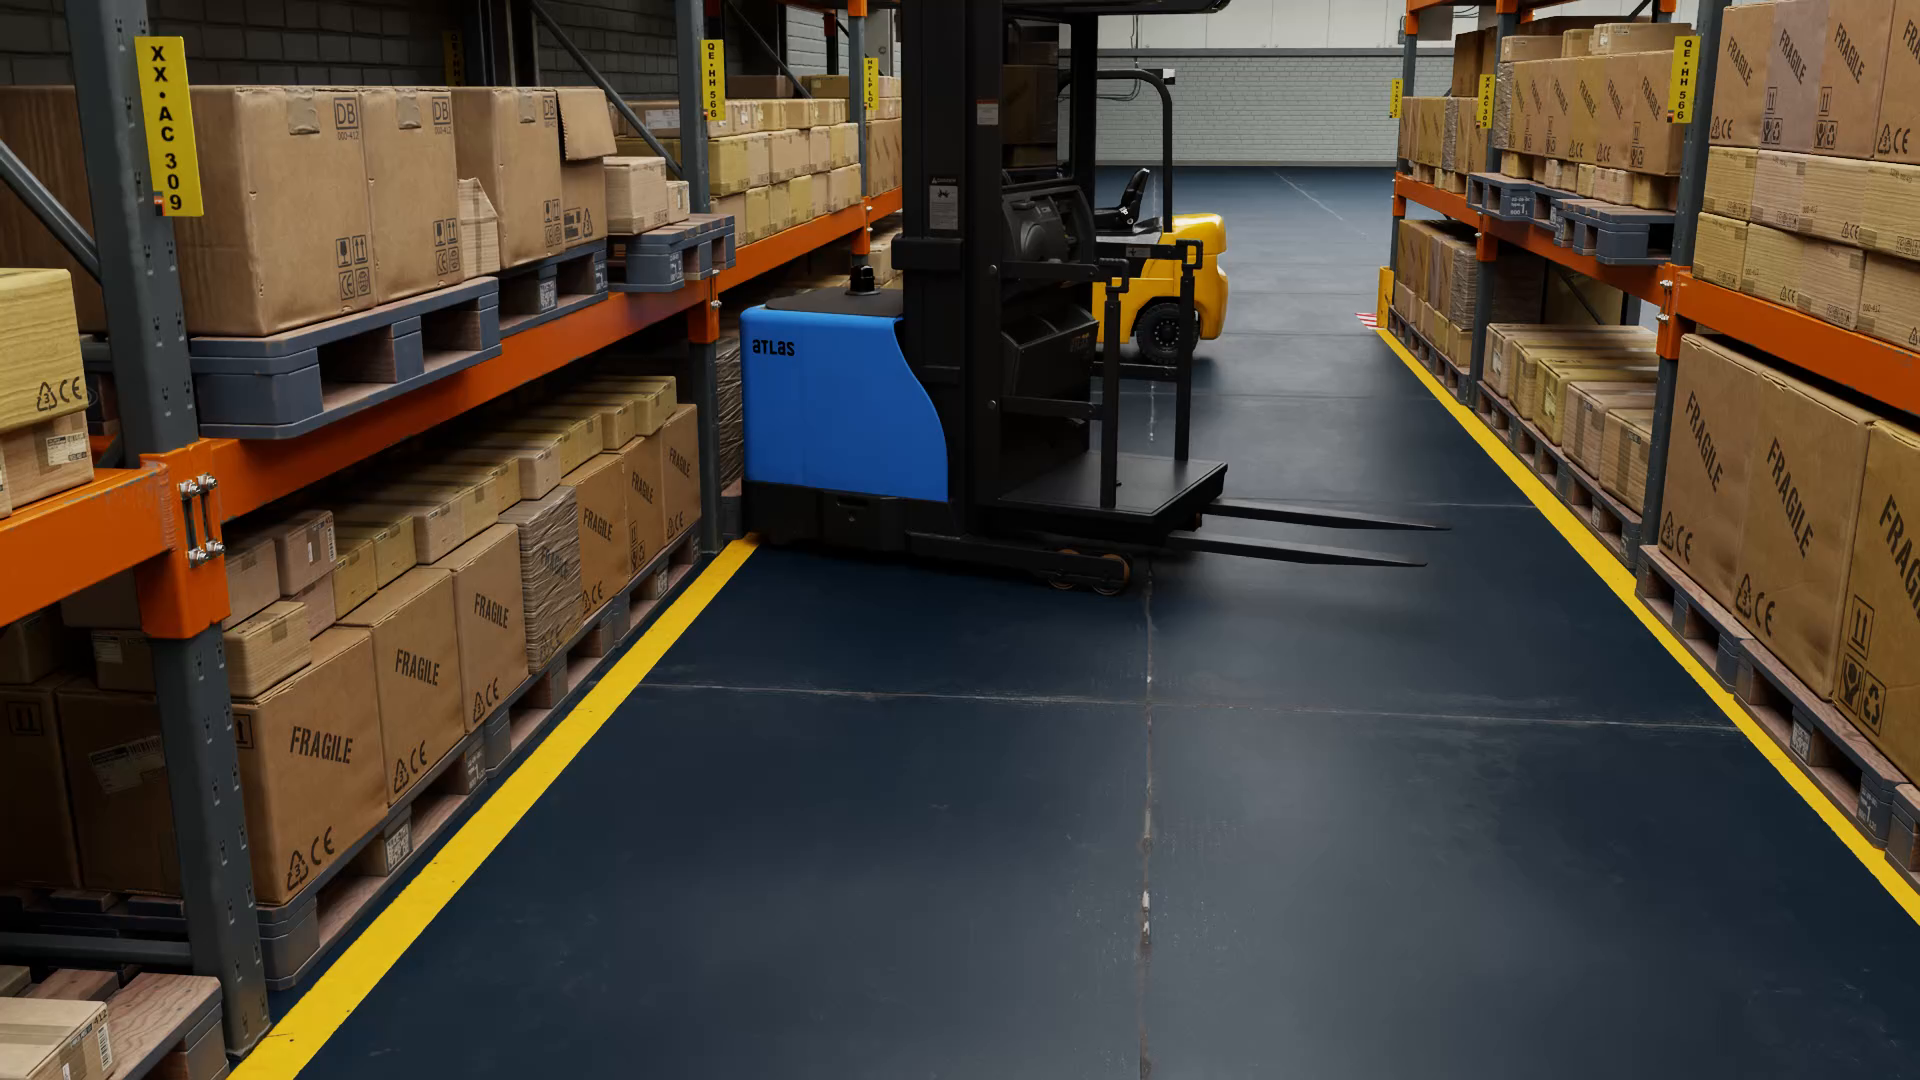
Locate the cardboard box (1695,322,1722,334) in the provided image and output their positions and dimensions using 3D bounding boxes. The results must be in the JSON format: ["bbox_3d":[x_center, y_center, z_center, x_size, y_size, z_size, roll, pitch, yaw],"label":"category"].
[{"bbox_3d":[5.287,-1.329,11.614,0.500,0.500,0.500,-14,20,-42],"label":"cardboard box"}]

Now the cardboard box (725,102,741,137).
[{"bbox_3d":[-1.212,-1.909,7.541,0.380,0.149,0.250,2,15,7],"label":"cardboard box"}]

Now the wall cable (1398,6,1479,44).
[{"bbox_3d":[12.822,-16.085,43.392,2.305,6.003,0.169,2,15,6],"label":"wall cable"}]

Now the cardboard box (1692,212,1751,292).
[{"bbox_3d":[3.058,-1.067,6.149,0.500,0.250,0.500,1,15,5],"label":"cardboard box"}]

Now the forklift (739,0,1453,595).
[{"bbox_3d":[0.569,-1.346,7.026,3.031,2.935,1.130,7,17,24],"label":"forklift"}]

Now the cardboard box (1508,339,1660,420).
[{"bbox_3d":[3.680,-0.908,9.503,0.950,0.372,0.625,3,15,10],"label":"cardboard box"}]

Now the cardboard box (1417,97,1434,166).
[{"bbox_3d":[3.825,-3.144,12.783,0.500,0.500,0.500,1,15,5],"label":"cardboard box"}]

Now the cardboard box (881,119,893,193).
[{"bbox_3d":[-0.766,-2.733,11.831,0.500,0.500,0.500,2,15,7],"label":"cardboard box"}]

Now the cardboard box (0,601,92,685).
[{"bbox_3d":[-2.266,0.220,3.843,0.380,0.149,0.250,1,15,4],"label":"cardboard box"}]

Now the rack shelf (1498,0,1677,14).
[{"bbox_3d":[3.589,-2.878,8.192,1.077,0.370,4.000,2,15,6],"label":"rack shelf"}]

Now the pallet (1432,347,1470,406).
[{"bbox_3d":[3.855,-1.126,11.420,1.003,0.211,1.213,2,15,6],"label":"pallet"}]

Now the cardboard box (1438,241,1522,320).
[{"bbox_3d":[3.670,-1.827,11.699,0.500,0.500,0.500,2,15,7],"label":"cardboard box"}]

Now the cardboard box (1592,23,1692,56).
[{"bbox_3d":[3.267,-2.399,7.980,0.380,0.149,0.250,1,15,4],"label":"cardboard box"}]

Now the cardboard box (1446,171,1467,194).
[{"bbox_3d":[3.659,-2.531,11.757,0.380,0.149,0.250,1,15,5],"label":"cardboard box"}]

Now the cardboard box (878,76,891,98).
[{"bbox_3d":[-0.697,-3.221,11.824,0.380,0.149,0.250,2,15,8],"label":"cardboard box"}]

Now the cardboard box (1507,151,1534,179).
[{"bbox_3d":[3.401,-2.179,9.652,0.380,0.149,0.250,2,15,7],"label":"cardboard box"}]

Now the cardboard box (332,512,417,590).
[{"bbox_3d":[-1.726,0.026,4.560,0.380,0.149,0.250,1,15,5],"label":"cardboard box"}]

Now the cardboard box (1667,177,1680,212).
[{"bbox_3d":[3.166,-1.432,6.889,0.380,0.149,0.250,2,15,8],"label":"cardboard box"}]

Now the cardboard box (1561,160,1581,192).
[{"bbox_3d":[3.262,-1.837,8.384,0.380,0.149,0.250,1,15,4],"label":"cardboard box"}]

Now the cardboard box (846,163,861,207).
[{"bbox_3d":[-0.915,-2.231,10.453,0.500,0.250,0.500,2,15,8],"label":"cardboard box"}]

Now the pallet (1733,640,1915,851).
[{"bbox_3d":[3.059,0.605,5.020,1.003,0.211,1.213,2,15,6],"label":"pallet"}]

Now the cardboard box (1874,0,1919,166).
[{"bbox_3d":[2.884,-1.276,4.526,0.500,0.500,0.500,2,15,7],"label":"cardboard box"}]

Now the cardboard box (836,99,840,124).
[{"bbox_3d":[-0.947,-2.640,10.246,0.380,0.149,0.250,1,15,5],"label":"cardboard box"}]

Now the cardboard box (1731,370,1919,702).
[{"bbox_3d":[3.098,-0.028,5.285,0.875,0.875,0.875,2,15,7],"label":"cardboard box"}]

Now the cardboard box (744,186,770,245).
[{"bbox_3d":[-1.215,-1.570,8.009,0.500,0.250,0.500,1,15,5],"label":"cardboard box"}]

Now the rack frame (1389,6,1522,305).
[{"bbox_3d":[4.266,-3.334,14.245,1.000,3.000,0.127,2,15,6],"label":"rack frame"}]

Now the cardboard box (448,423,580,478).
[{"bbox_3d":[-1.550,-0.307,5.793,0.380,0.149,0.250,1,15,5],"label":"cardboard box"}]

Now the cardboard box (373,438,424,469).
[{"bbox_3d":[-2.031,-0.250,5.583,0.380,0.149,0.250,2,15,7],"label":"cardboard box"}]

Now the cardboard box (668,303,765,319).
[{"bbox_3d":[-1.344,-0.966,9.234,0.875,0.625,0.625,1,15,4],"label":"cardboard box"}]

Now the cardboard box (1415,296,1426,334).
[{"bbox_3d":[3.786,-1.734,12.792,0.500,0.250,0.500,3,15,10],"label":"cardboard box"}]

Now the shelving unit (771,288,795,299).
[{"bbox_3d":[-0.776,-0.706,8.250,0.215,1.050,0.252,5,17,18],"label":"shelving unit"}]

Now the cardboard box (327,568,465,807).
[{"bbox_3d":[-1.692,0.380,4.495,0.500,0.500,0.500,1,15,6],"label":"cardboard box"}]

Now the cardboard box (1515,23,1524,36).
[{"bbox_3d":[4.242,-3.340,11.590,0.700,0.500,0.500,1,15,5],"label":"cardboard box"}]

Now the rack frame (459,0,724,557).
[{"bbox_3d":[-1.569,-1.404,7.108,1.000,3.000,0.127,2,15,6],"label":"rack frame"}]

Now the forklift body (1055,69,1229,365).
[{"bbox_3d":[0.932,-2.524,12.875,2.313,2.155,1.214,2,15,6],"label":"forklift body"}]

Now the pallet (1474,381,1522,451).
[{"bbox_3d":[3.728,-0.748,10.025,1.003,0.211,1.213,2,15,6],"label":"pallet"}]

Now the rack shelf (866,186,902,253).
[{"bbox_3d":[-0.892,-2.613,12.957,1.077,0.370,4.000,2,15,6],"label":"rack shelf"}]

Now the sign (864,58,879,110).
[{"bbox_3d":[-0.578,-2.949,10.755,0.100,0.325,0.005,2,15,6],"label":"sign"}]

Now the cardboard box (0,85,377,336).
[{"bbox_3d":[-1.744,-0.737,3.644,0.700,0.500,0.500,2,15,8],"label":"cardboard box"}]

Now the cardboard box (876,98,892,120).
[{"bbox_3d":[-0.690,-3.075,11.855,0.380,0.149,0.250,2,15,7],"label":"cardboard box"}]

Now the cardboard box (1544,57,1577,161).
[{"bbox_3d":[3.304,-2.187,8.436,0.500,0.500,0.500,1,15,4],"label":"cardboard box"}]

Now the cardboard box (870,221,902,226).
[{"bbox_3d":[-0.508,-2.445,13.504,0.500,0.250,0.500,2,15,7],"label":"cardboard box"}]

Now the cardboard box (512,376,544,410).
[{"bbox_3d":[-1.938,-0.587,6.829,0.380,0.149,0.250,2,15,9],"label":"cardboard box"}]

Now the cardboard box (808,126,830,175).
[{"bbox_3d":[-1.034,-2.210,9.417,0.500,0.250,0.500,2,15,7],"label":"cardboard box"}]

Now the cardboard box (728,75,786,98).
[{"bbox_3d":[-1.382,-3.038,11.148,0.380,0.149,0.250,2,15,6],"label":"cardboard box"}]

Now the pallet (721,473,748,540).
[{"bbox_3d":[-1.438,-0.270,8.258,1.003,0.211,1.213,2,15,6],"label":"pallet"}]

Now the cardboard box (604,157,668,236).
[{"bbox_3d":[-1.367,-1.251,6.026,0.500,0.250,0.500,1,15,4],"label":"cardboard box"}]

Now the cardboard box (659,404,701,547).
[{"bbox_3d":[-1.404,-0.284,6.951,0.500,0.500,0.500,2,15,8],"label":"cardboard box"}]
